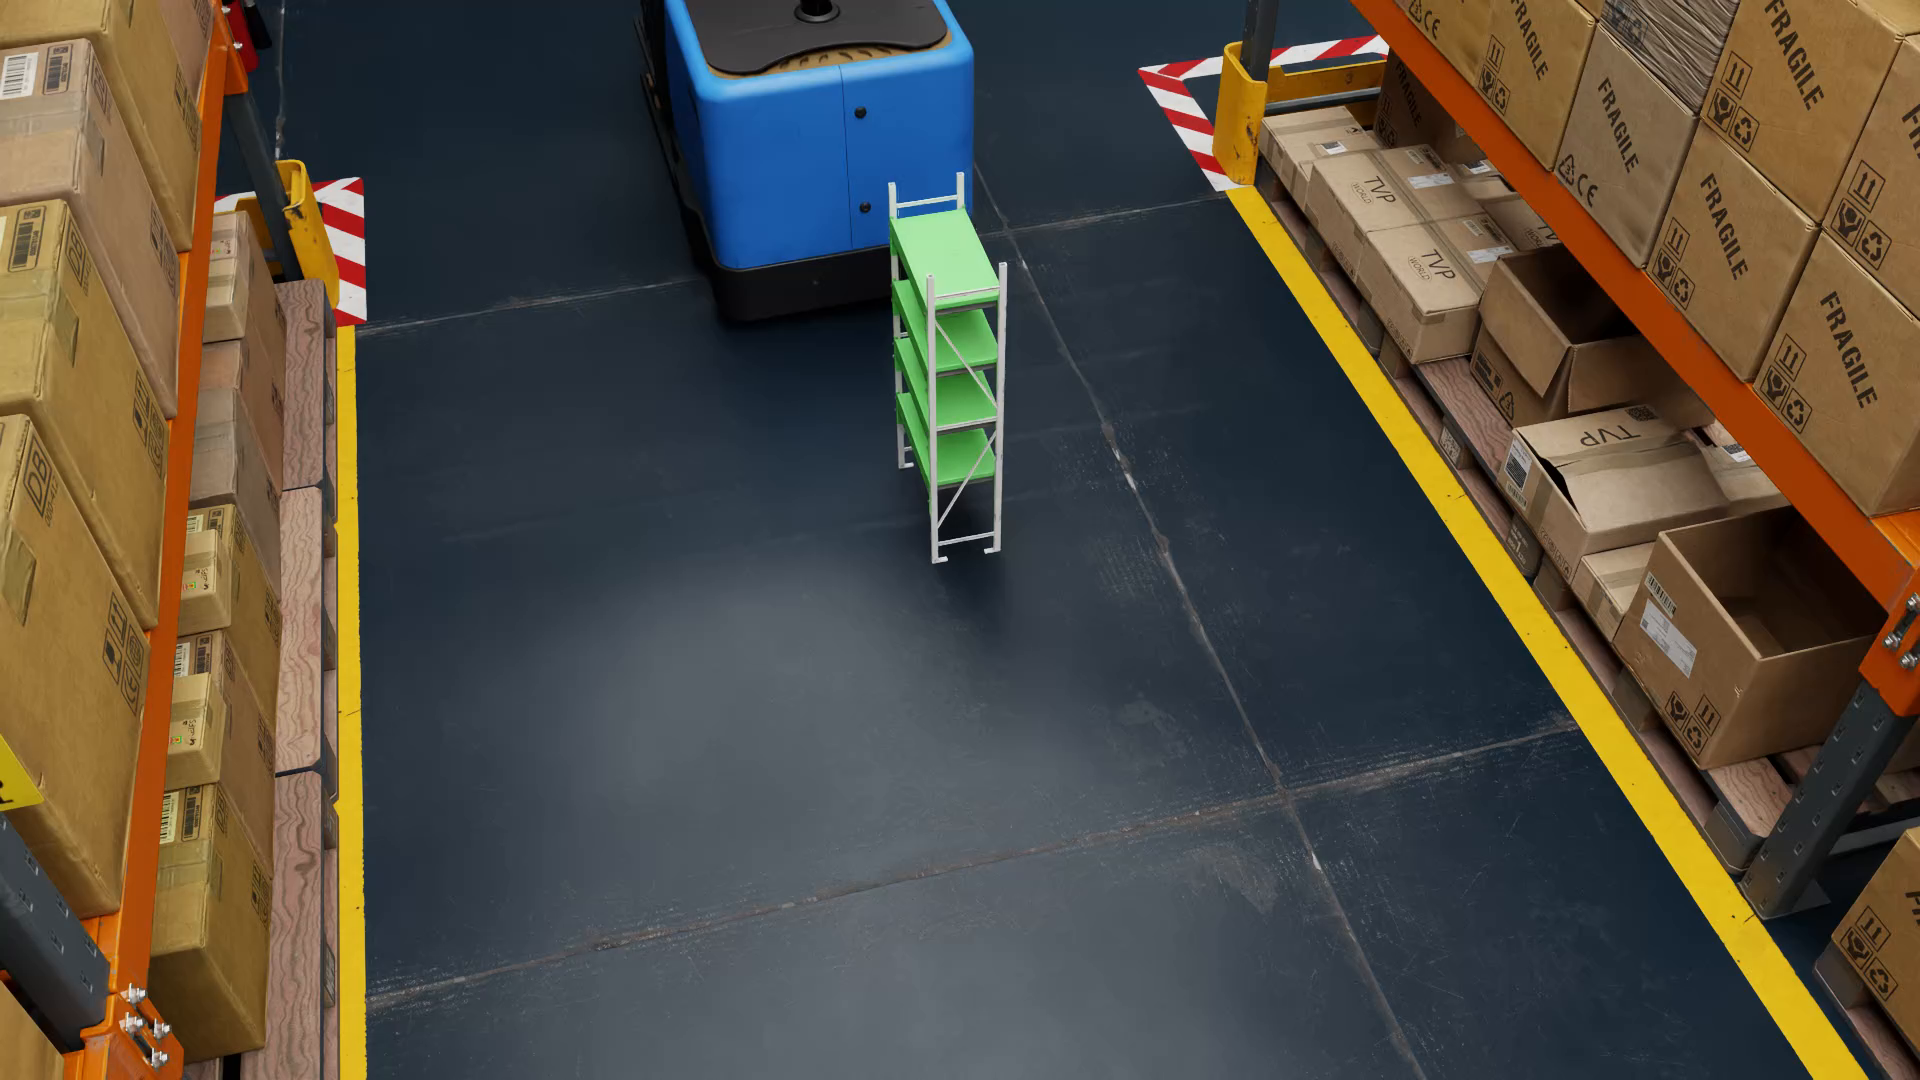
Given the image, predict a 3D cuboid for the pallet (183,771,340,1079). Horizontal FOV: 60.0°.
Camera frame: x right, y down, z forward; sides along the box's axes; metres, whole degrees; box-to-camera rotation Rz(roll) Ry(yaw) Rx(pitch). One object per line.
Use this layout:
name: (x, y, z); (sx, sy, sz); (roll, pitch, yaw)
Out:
pallet: (-2.179, 1.241, 4.386); (1.003, 0.211, 1.213); (-11, 47, -10)

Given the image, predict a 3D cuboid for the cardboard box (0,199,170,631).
cardboard box: (-2.365, -0.184, 3.620); (0.980, 0.700, 0.700); (-12, 47, -11)

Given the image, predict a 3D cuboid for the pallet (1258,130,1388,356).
pallet: (1.928, -1.287, 6.864); (1.003, 0.211, 1.213); (-11, 47, -10)

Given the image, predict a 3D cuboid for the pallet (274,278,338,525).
pallet: (-2.804, -0.444, 6.037); (1.003, 0.211, 1.213); (-11, 47, -10)

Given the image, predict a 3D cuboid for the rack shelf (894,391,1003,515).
rack shelf: (-0.042, -0.322, 5.651); (0.258, 0.148, 0.480); (-11, 47, -10)

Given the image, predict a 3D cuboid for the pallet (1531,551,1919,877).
pallet: (2.553, 0.397, 5.213); (1.003, 0.211, 1.213); (-11, 47, -10)

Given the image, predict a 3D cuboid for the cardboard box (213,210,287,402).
cardboard box: (-2.808, -0.765, 5.855); (0.700, 0.500, 0.500); (-11, 47, -10)

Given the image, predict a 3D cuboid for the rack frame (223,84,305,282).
rack frame: (-3.084, -1.958, 5.568); (1.000, 3.000, 0.127); (-11, 47, -10)

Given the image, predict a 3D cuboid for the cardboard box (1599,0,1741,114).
cardboard box: (2.085, -1.492, 4.342); (0.500, 0.500, 0.500); (-10, 46, -10)

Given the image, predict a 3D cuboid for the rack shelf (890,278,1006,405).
rack shelf: (-0.042, -0.657, 5.308); (0.258, 0.148, 0.480); (-11, 47, -10)

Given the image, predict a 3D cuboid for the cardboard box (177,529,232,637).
cardboard box: (-2.197, 0.140, 4.515); (0.380, 0.149, 0.250); (-12, 47, -11)

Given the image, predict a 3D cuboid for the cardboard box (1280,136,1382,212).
cardboard box: (1.543, -1.504, 6.799); (0.380, 0.166, 0.250); (-11, 47, -10)

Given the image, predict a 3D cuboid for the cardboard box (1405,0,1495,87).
cardboard box: (1.825, -1.844, 5.387); (0.500, 0.500, 0.500); (-11, 47, -10)

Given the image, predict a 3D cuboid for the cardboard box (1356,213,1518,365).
cardboard box: (1.825, -0.940, 6.188); (0.500, 0.250, 0.500); (-11, 47, -10)

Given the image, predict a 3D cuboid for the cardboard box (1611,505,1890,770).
cardboard box: (2.308, 0.275, 4.822); (0.500, 0.500, 0.500); (-11, 47, -10)

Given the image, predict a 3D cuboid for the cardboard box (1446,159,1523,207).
cardboard box: (2.098, -1.402, 6.699); (0.380, 0.166, 0.250); (-11, 47, -10)

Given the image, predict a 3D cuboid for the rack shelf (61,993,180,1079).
rack shelf: (-1.548, 2.437, 1.766); (1.077, 0.370, 4.000); (-11, 47, -10)

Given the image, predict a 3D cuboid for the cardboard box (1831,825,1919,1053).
cardboard box: (2.616, 0.995, 4.117); (0.500, 0.500, 0.500); (-13, 47, -12)

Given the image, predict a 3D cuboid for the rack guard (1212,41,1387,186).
rack guard: (1.723, -1.939, 7.300); (1.175, 0.500, 0.348); (-11, 47, -10)

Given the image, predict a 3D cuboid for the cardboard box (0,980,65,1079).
cardboard box: (-1.698, 0.930, 2.446); (0.500, 0.500, 0.500); (-11, 47, -11)

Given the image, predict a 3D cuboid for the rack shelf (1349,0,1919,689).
rack shelf: (2.216, -1.233, 5.362); (1.077, 0.370, 4.000); (-11, 47, -10)

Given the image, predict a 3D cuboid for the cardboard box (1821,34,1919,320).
cardboard box: (2.348, -0.791, 3.655); (0.500, 0.500, 0.500); (-10, 47, -10)

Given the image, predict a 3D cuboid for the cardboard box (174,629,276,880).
cardboard box: (-2.278, 0.649, 4.470); (0.700, 0.500, 0.500); (-11, 47, -11)

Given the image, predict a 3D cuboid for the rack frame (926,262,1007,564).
rack frame: (0.020, -0.366, 5.268); (0.240, 1.200, 0.015); (-11, 47, -10)

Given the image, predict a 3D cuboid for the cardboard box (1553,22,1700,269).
cardboard box: (2.085, -1.148, 4.704); (0.500, 0.500, 0.500); (-10, 46, -9)

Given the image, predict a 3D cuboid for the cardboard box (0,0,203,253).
cardboard box: (-2.747, -1.212, 4.628); (0.980, 0.700, 0.700); (-11, 47, -11)

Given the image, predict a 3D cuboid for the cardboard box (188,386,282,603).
cardboard box: (-2.551, -0.072, 5.177); (0.700, 0.500, 0.500); (-12, 47, -12)

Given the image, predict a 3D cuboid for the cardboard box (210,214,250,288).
cardboard box: (-2.599, -0.937, 5.570); (0.380, 0.149, 0.250); (-11, 47, -11)

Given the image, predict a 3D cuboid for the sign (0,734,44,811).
sign: (-1.538, 0.320, 2.581); (0.100, 0.325, 0.005); (-11, 47, -10)

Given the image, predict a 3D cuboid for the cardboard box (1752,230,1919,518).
cardboard box: (2.352, -0.438, 4.009); (0.500, 0.500, 0.500); (-10, 46, -10)

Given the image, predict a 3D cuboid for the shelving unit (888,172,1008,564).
shelving unit: (-0.042, -0.534, 5.433); (0.258, 1.200, 0.503); (-11, 47, -10)

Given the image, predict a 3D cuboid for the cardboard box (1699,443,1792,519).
cardboard box: (2.598, -0.191, 5.513); (0.380, 0.166, 0.250); (-11, 47, -10)

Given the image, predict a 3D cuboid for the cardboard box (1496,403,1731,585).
cardboard box: (2.116, -0.177, 5.397); (0.500, 0.311, 0.500); (-11, 47, -10)

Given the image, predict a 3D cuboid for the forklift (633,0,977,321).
forklift: (-0.841, -2.953, 6.592); (1.130, 2.935, 3.031); (-12, 47, -11)
